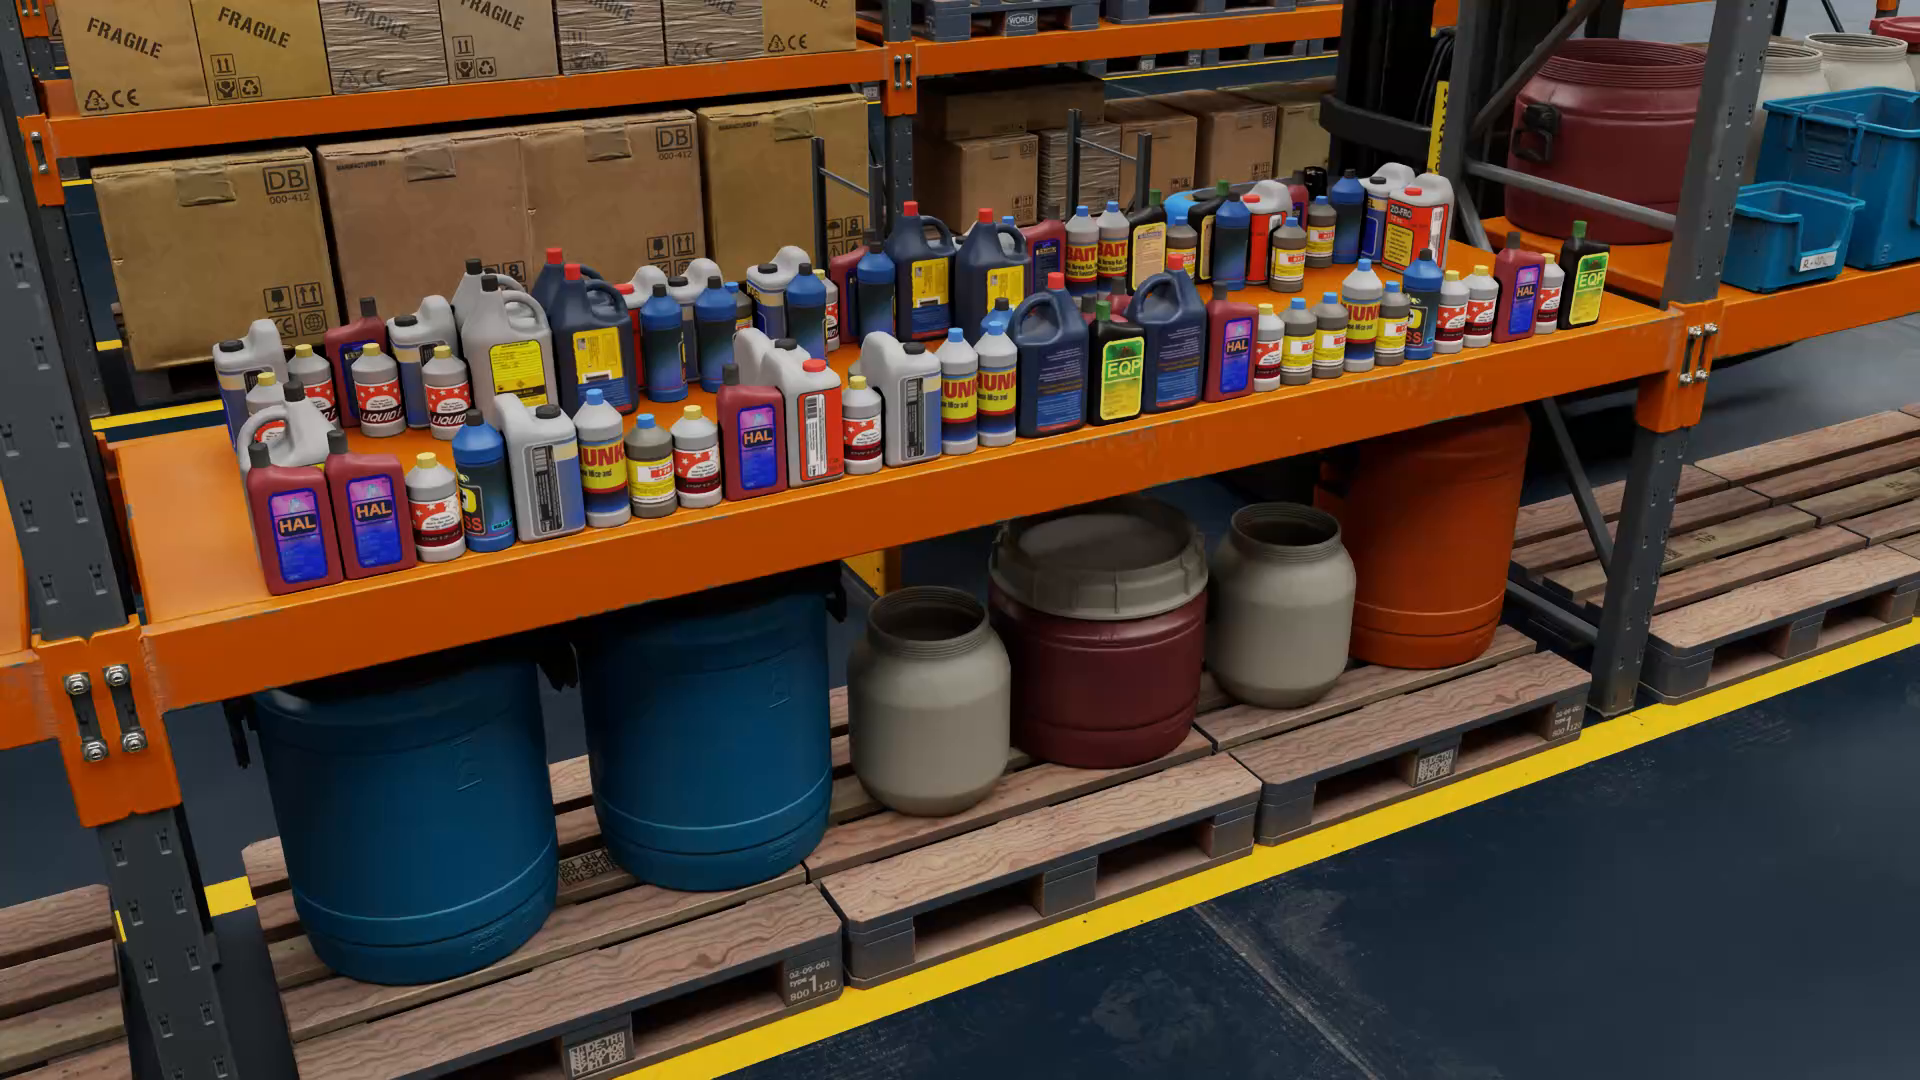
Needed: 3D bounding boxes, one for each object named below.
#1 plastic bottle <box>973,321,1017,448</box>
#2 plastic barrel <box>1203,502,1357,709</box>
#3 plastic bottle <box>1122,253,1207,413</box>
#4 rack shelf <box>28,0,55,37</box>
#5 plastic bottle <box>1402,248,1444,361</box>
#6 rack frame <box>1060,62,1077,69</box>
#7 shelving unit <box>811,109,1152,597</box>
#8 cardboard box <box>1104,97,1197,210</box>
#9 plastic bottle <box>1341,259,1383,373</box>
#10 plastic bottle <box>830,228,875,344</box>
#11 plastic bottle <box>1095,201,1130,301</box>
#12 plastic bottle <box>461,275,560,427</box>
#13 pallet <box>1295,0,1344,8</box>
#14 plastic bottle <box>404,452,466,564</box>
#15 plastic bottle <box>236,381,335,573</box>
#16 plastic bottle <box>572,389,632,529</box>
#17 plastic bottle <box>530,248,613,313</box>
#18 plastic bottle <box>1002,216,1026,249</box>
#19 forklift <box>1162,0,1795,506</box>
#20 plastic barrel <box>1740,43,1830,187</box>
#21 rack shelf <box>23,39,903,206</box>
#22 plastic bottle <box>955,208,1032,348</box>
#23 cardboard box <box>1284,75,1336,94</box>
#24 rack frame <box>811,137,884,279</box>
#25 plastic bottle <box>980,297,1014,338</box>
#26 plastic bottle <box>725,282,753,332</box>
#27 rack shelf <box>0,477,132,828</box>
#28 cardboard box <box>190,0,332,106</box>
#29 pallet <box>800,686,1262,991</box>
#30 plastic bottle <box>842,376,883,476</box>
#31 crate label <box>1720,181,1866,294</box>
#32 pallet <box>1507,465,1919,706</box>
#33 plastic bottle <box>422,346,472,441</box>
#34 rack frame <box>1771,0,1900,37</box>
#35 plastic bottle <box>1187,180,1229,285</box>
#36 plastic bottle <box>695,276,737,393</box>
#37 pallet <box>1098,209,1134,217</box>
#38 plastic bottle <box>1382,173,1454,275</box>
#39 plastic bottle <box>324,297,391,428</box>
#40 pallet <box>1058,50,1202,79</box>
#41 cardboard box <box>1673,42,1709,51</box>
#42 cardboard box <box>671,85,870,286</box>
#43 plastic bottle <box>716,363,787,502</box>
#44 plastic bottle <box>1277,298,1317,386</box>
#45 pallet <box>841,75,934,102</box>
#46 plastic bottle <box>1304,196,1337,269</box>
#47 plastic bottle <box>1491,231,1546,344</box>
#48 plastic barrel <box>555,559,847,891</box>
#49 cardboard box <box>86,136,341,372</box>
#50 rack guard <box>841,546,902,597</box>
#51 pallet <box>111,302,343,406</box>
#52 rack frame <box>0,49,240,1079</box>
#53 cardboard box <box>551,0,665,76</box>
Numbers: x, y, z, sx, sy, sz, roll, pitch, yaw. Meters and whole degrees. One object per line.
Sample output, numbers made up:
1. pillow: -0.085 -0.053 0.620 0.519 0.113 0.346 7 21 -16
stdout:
1. plastic bottle: 0.077 -0.346 3.655 0.097 0.271 0.097 0 26 0
2. plastic barrel: 0.916 0.186 4.786 0.421 0.512 0.421 0 26 0
3. plastic bottle: 0.471 -0.485 3.851 0.185 0.351 0.144 -13 29 -25
4. rack shelf: -4.545 -4.076 12.106 4.000 0.370 1.077 -13 29 -25
5. plastic bottle: 1.154 -0.595 4.172 0.097 0.271 0.097 0 26 0
6. rack frame: 0.750 -5.623 14.495 0.127 3.000 1.000 -13 29 -25
7. shelving unit: 0.067 -0.692 5.958 1.083 1.500 0.587 -13 29 -25
8. cardboard box: 1.027 -2.345 10.048 0.500 0.500 0.700 -11 28 -21
9. plastic bottle: 0.982 -0.555 4.090 0.097 0.271 0.097 0 26 0
10. plastic bottle: -0.265 -0.654 4.282 0.133 0.283 0.061 -13 29 -25
11. plastic bottle: 0.417 -0.797 4.594 0.097 0.271 0.097 0 26 0
12. plastic bottle: -1.009 -0.422 3.720 0.185 0.351 0.144 -13 29 -25
13. pallet: 2.252 -3.521 10.340 1.213 0.211 1.003 -13 29 -25
14. plastic bottle: -0.999 -0.067 3.153 0.097 0.201 0.097 0 26 0
15. plastic bottle: -1.235 -0.121 3.093 0.185 0.351 0.144 -13 29 -25
16. plastic bottle: -0.708 -0.165 3.277 0.097 0.271 0.097 0 26 0
17. plastic bottle: -0.914 -0.514 3.913 0.185 0.351 0.144 -13 29 -25
18. plastic bottle: 0.127 -0.730 4.455 0.097 0.271 0.097 0 26 0
19. forklift: 2.342 -1.856 6.728 3.031 2.935 1.130 -13 28 -25
20. plastic barrel: 2.603 -1.343 5.453 0.421 0.512 0.421 0 26 0
21. rack shelf: -2.300 -2.162 8.118 4.000 0.370 1.077 -13 29 -25
22. plastic bottle: 0.085 -0.671 4.238 0.185 0.351 0.144 -13 29 -25
23. cardboard box: 2.442 -2.662 10.709 0.500 0.500 0.700 -15 30 -29
24. rack frame: -0.373 -0.590 5.746 0.032 1.500 0.500 -13 29 -25
25. plastic bottle: 0.095 -0.421 3.811 0.097 0.271 0.097 0 26 0
26. plastic bottle: -0.563 -0.540 4.138 0.097 0.201 0.097 0 26 0
27. rack shelf: -3.499 0.545 2.481 4.000 0.370 1.077 -13 29 -25
28. cardboard box: -3.098 -2.224 7.302 0.500 0.500 0.500 -13 29 -25
29. pallet: 0.044 0.679 4.592 1.213 0.211 1.003 -13 29 -25
30. plastic bottle: -0.214 -0.248 3.530 0.097 0.201 0.097 0 26 0
31. crate label: 2.344 -0.869 4.787 0.416 0.233 0.303 -13 29 -25
32. pallet: 2.497 0.113 5.772 1.213 0.211 1.003 -13 29 -25
33. plastic bottle: -1.141 -0.332 3.705 0.097 0.201 0.097 0 26 0
34. rack frame: 6.524 -4.522 12.204 0.127 3.000 1.000 -13 29 -25
35. plastic bottle: 0.714 -0.880 4.752 0.133 0.283 0.061 -13 29 -25
36. plastic bottle: -0.577 -0.493 3.960 0.097 0.271 0.097 0 26 0
37. pallet: 1.230 -2.041 10.258 1.213 0.211 1.003 -13 29 -25
38. plastic bottle: 1.333 -0.923 4.850 0.135 0.276 0.152 -13 29 -25
39. plastic bottle: -1.356 -0.403 3.758 0.133 0.283 0.061 -13 29 -25
40. pallet: 1.457 -4.491 15.359 1.213 0.211 1.003 -13 29 -25
41. cardboard box: 5.454 -3.329 12.122 0.500 0.500 0.500 -6 26 -12
42. cardboard box: -1.154 -1.992 8.903 0.875 0.875 1.225 -14 29 -27
43. plastic bottle: -0.426 -0.227 3.392 0.133 0.283 0.061 -13 29 -25
44. plastic bottle: 0.810 -0.484 4.022 0.097 0.201 0.097 0 26 0
45. pallet: -0.974 -3.929 14.190 1.213 0.211 1.003 -13 29 -25
46. plastic bottle: 1.061 -0.914 4.918 0.097 0.201 0.097 0 26 0
47. plastic bottle: 1.436 -0.657 4.287 0.133 0.283 0.061 -13 29 -25
48. plastic barrel: -0.621 0.321 4.055 0.708 0.901 0.600 -13 29 -25
49. cardboard box: -3.509 -1.448 7.770 0.875 0.875 1.225 -13 29 -25
50. rack guard: -0.372 -0.027 6.017 0.087 0.250 0.587 -13 29 -25
51. pallet: -3.419 -1.007 8.104 1.213 0.211 1.003 -13 29 -25
52. rack frame: -1.734 -0.187 3.174 0.127 3.000 1.000 -13 29 -25
53. cardboard box: -1.753 -2.537 7.952 0.500 0.500 0.500 -14 29 -27
